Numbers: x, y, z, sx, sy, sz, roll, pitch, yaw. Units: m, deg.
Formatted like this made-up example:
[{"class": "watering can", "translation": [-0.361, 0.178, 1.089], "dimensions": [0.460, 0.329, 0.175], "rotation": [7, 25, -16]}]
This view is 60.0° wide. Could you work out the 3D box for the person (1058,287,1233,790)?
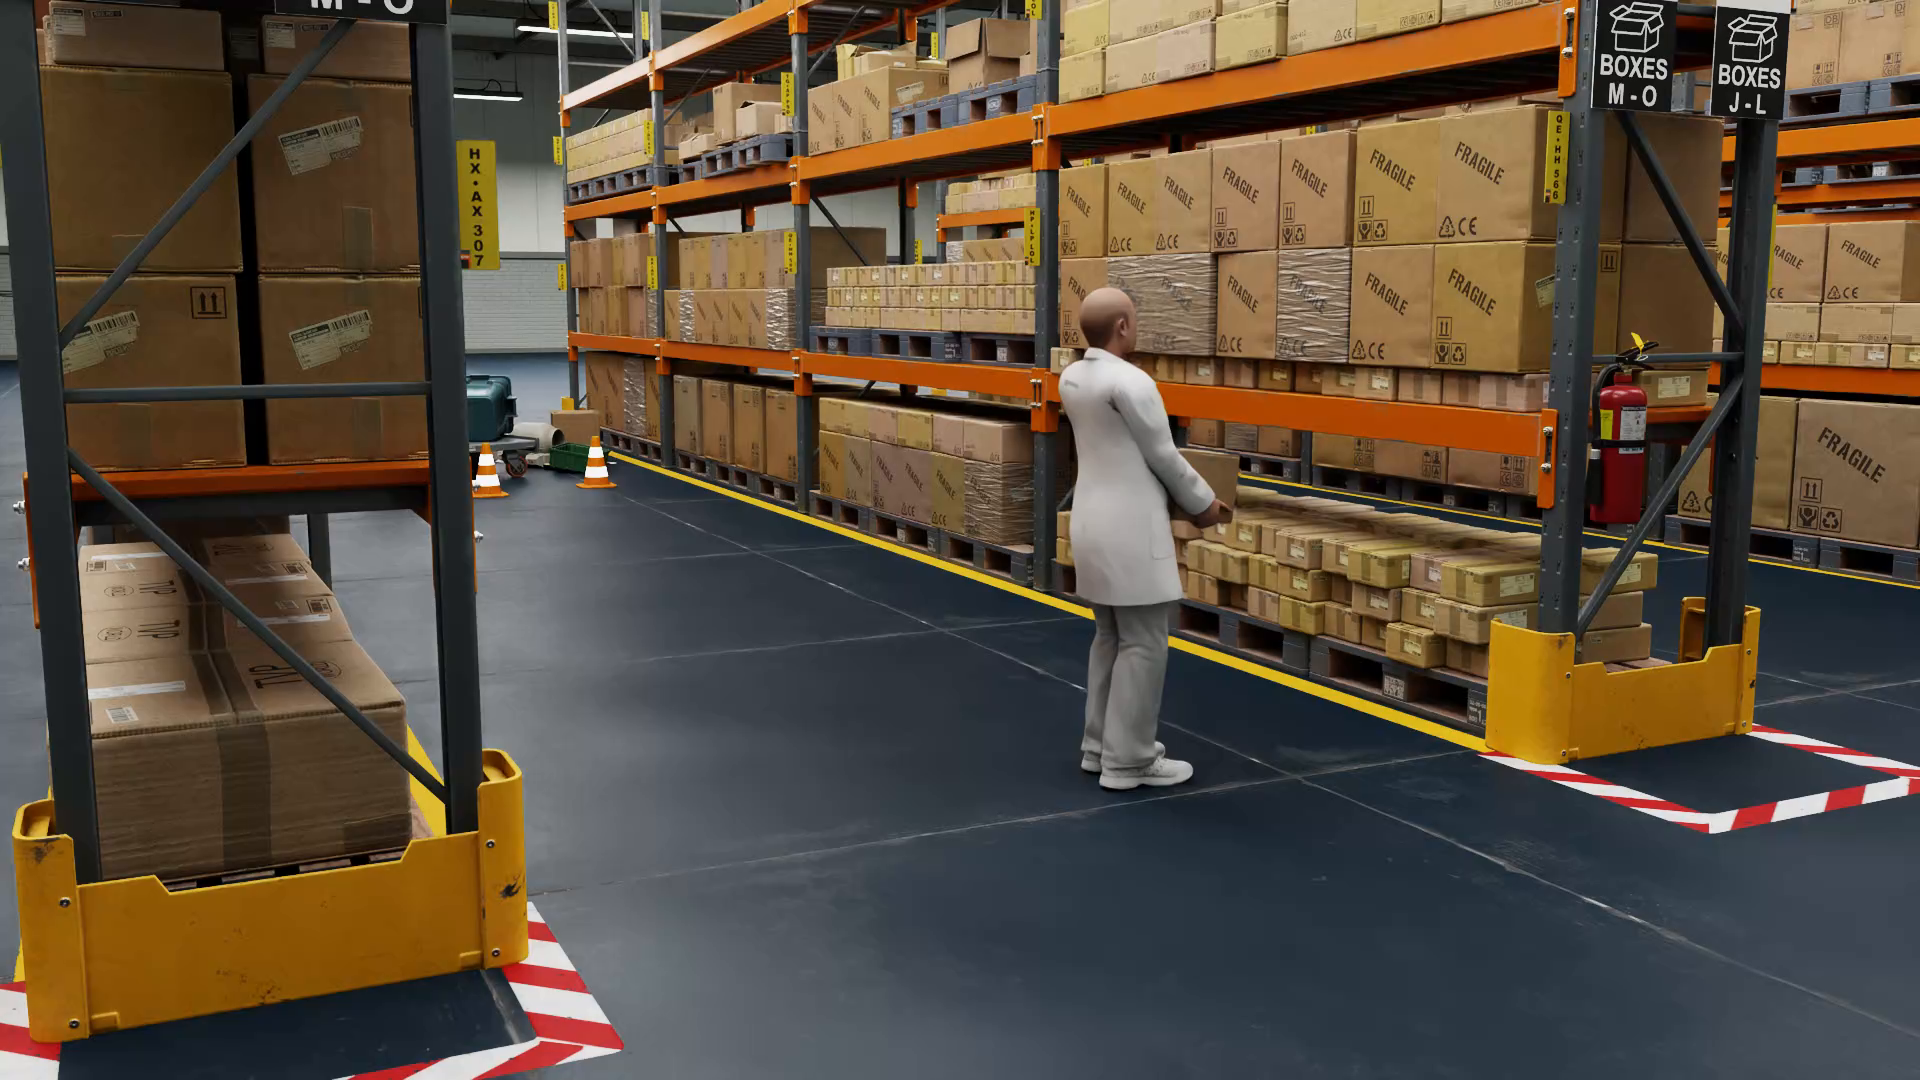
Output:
[{"class": "person", "translation": [3.079, -1.198, 14.076], "dimensions": [11.876, 1.775, 13.168], "rotation": [-4, 9, -25]}]
